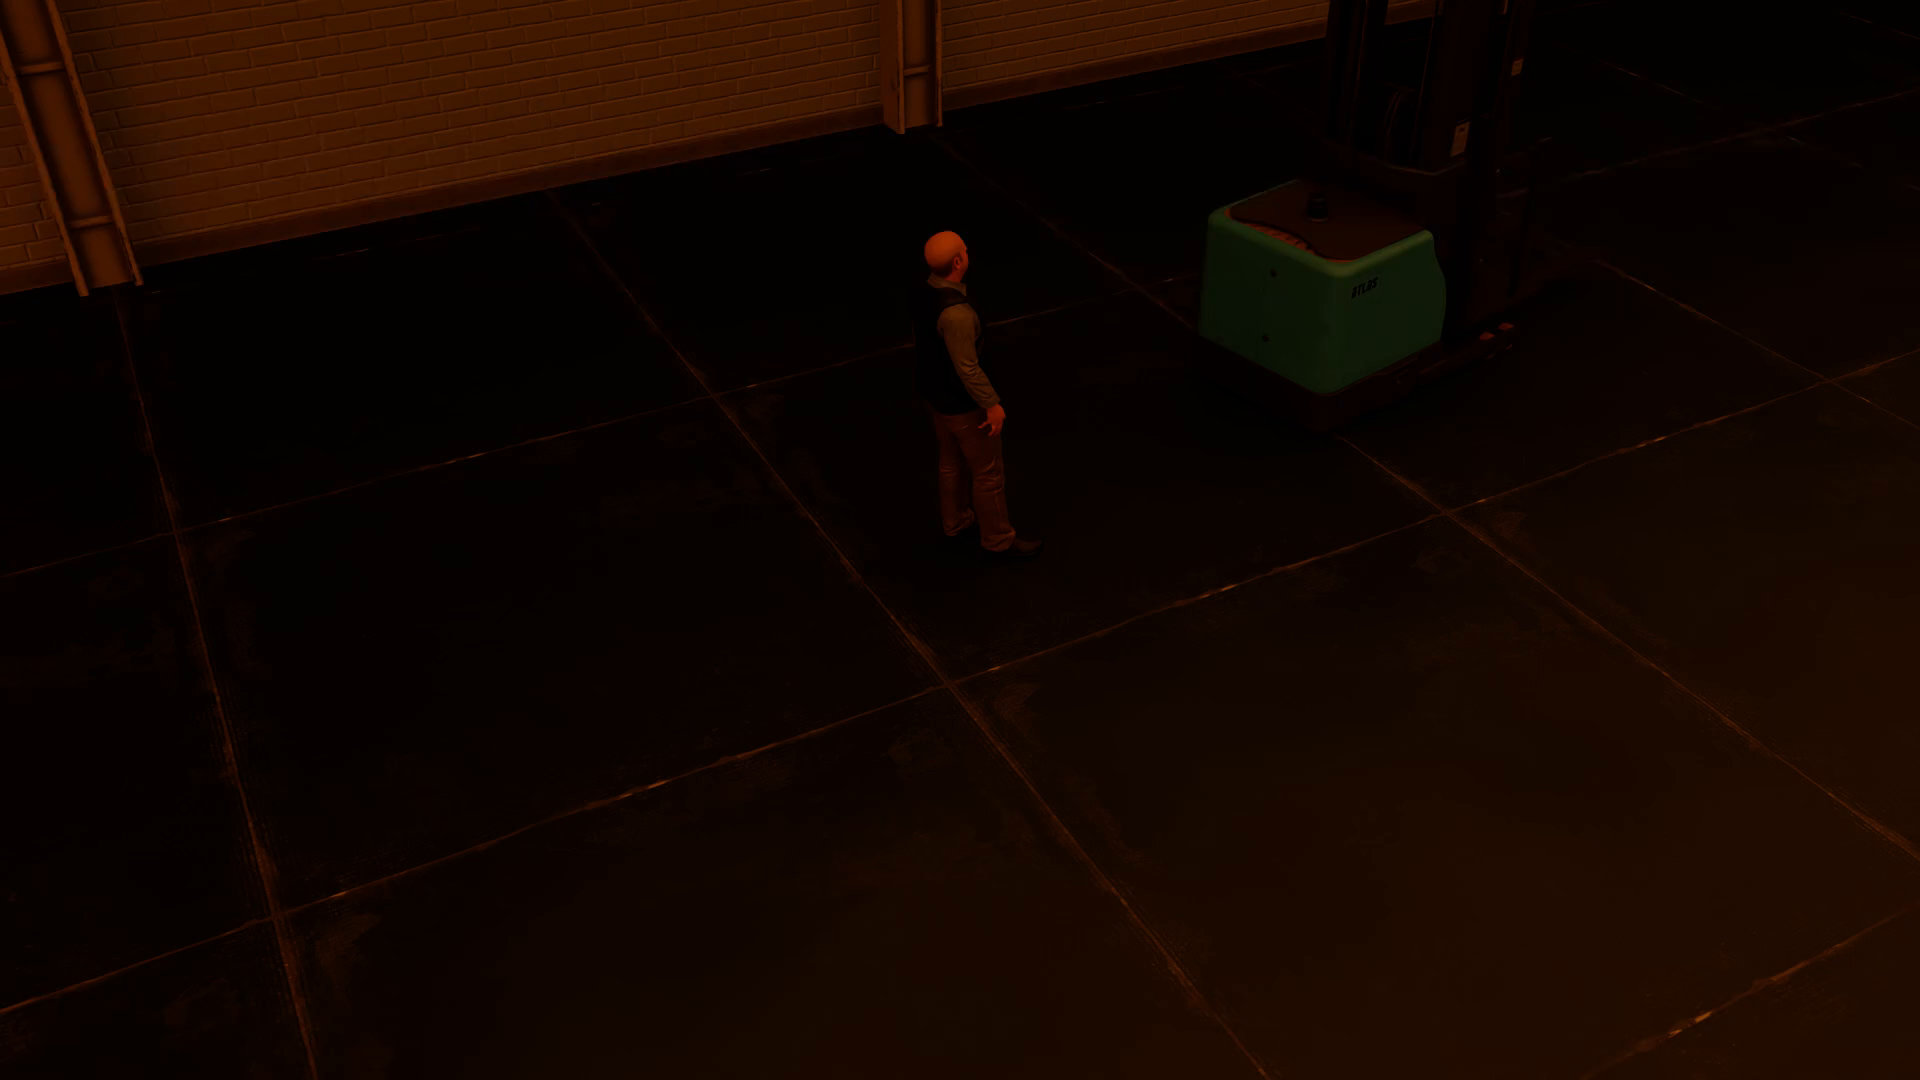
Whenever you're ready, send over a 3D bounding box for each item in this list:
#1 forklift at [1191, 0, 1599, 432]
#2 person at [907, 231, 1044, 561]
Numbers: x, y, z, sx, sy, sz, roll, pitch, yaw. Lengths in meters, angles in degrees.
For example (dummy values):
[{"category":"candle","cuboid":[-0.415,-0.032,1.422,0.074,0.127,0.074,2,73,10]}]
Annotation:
[{"category":"forklift","cuboid":[2.848,-2.516,9.682,3.031,2.935,1.130,-26,43,-32]},{"category":"person","cuboid":[0.058,-0.721,8.179,0.568,1.720,0.632,-17,39,-23]}]
